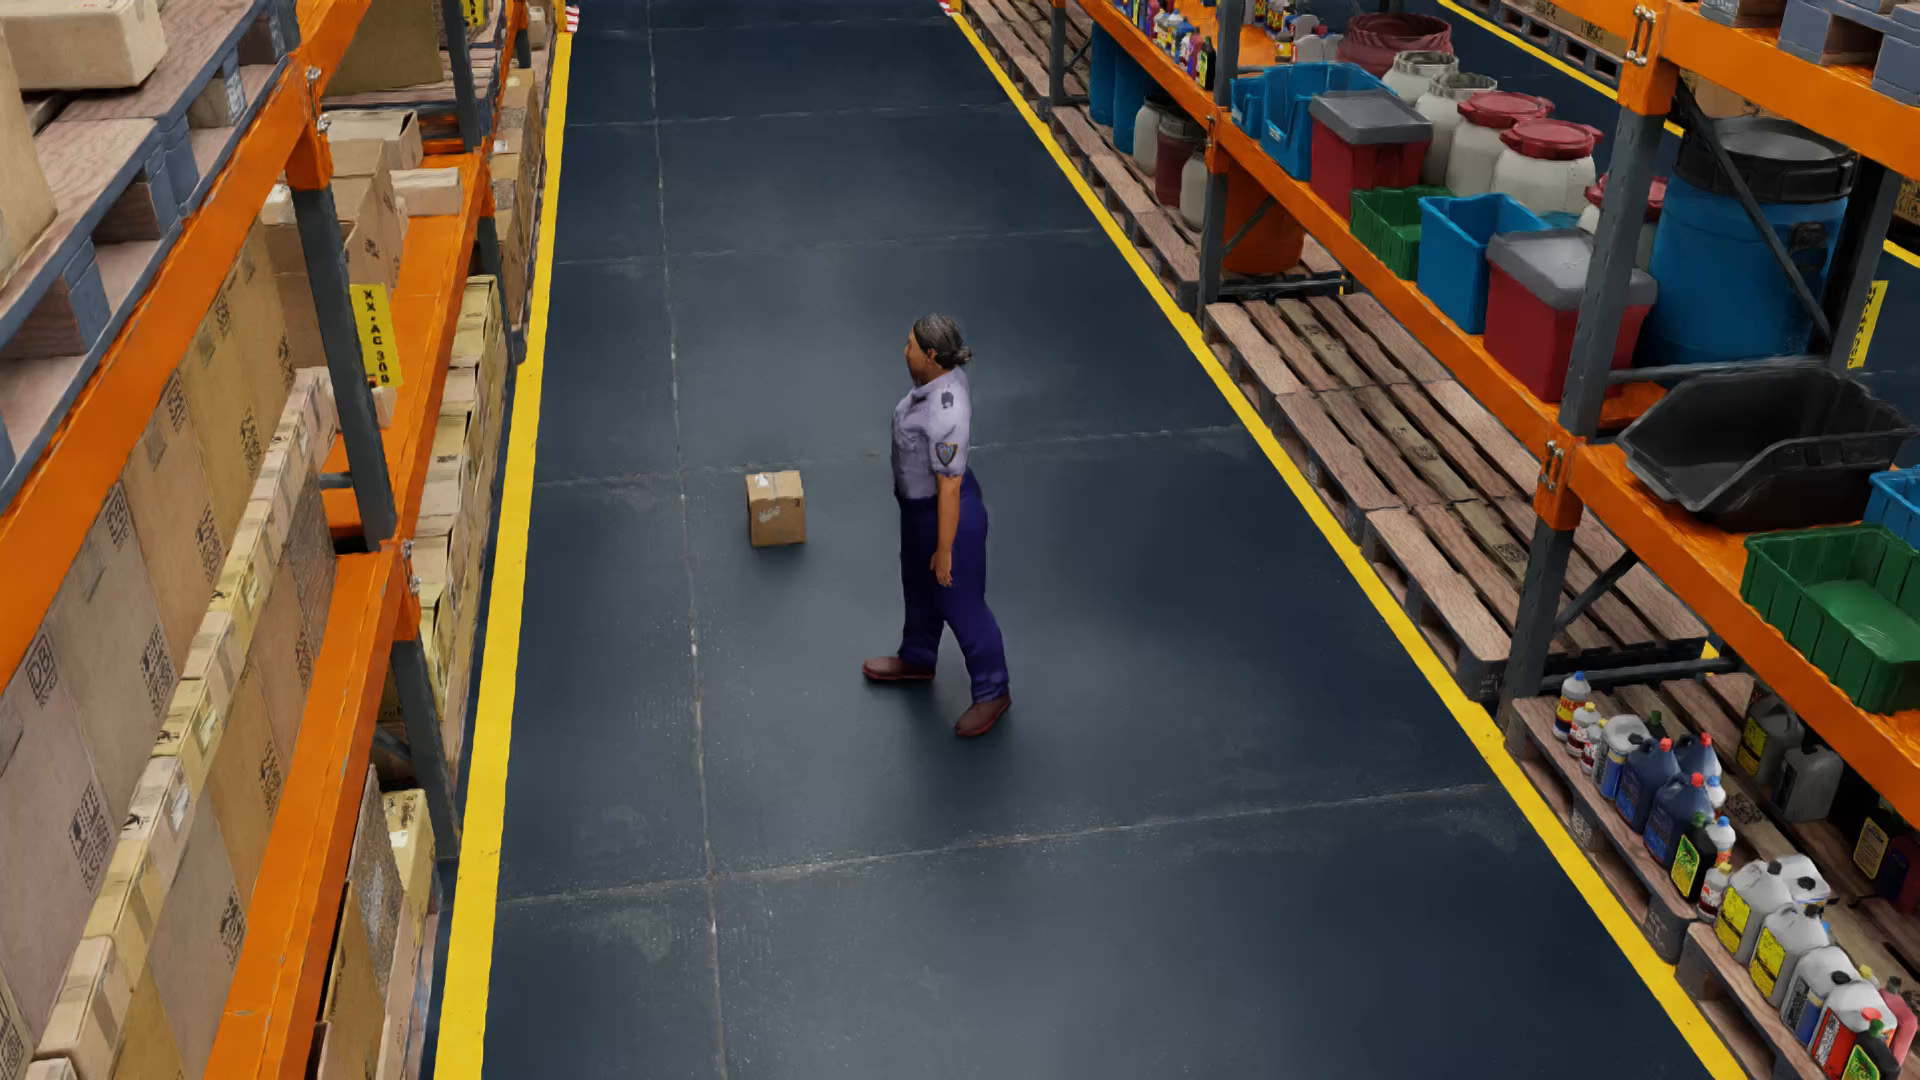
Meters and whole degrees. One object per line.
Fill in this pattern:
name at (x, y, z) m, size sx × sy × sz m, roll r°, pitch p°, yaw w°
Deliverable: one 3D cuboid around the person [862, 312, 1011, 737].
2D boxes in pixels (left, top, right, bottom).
person at (-0.099, -0.099, 6.284) m, size 0.571 × 1.636 × 0.671 m, roll -4°, pitch 31°, yaw -6°
